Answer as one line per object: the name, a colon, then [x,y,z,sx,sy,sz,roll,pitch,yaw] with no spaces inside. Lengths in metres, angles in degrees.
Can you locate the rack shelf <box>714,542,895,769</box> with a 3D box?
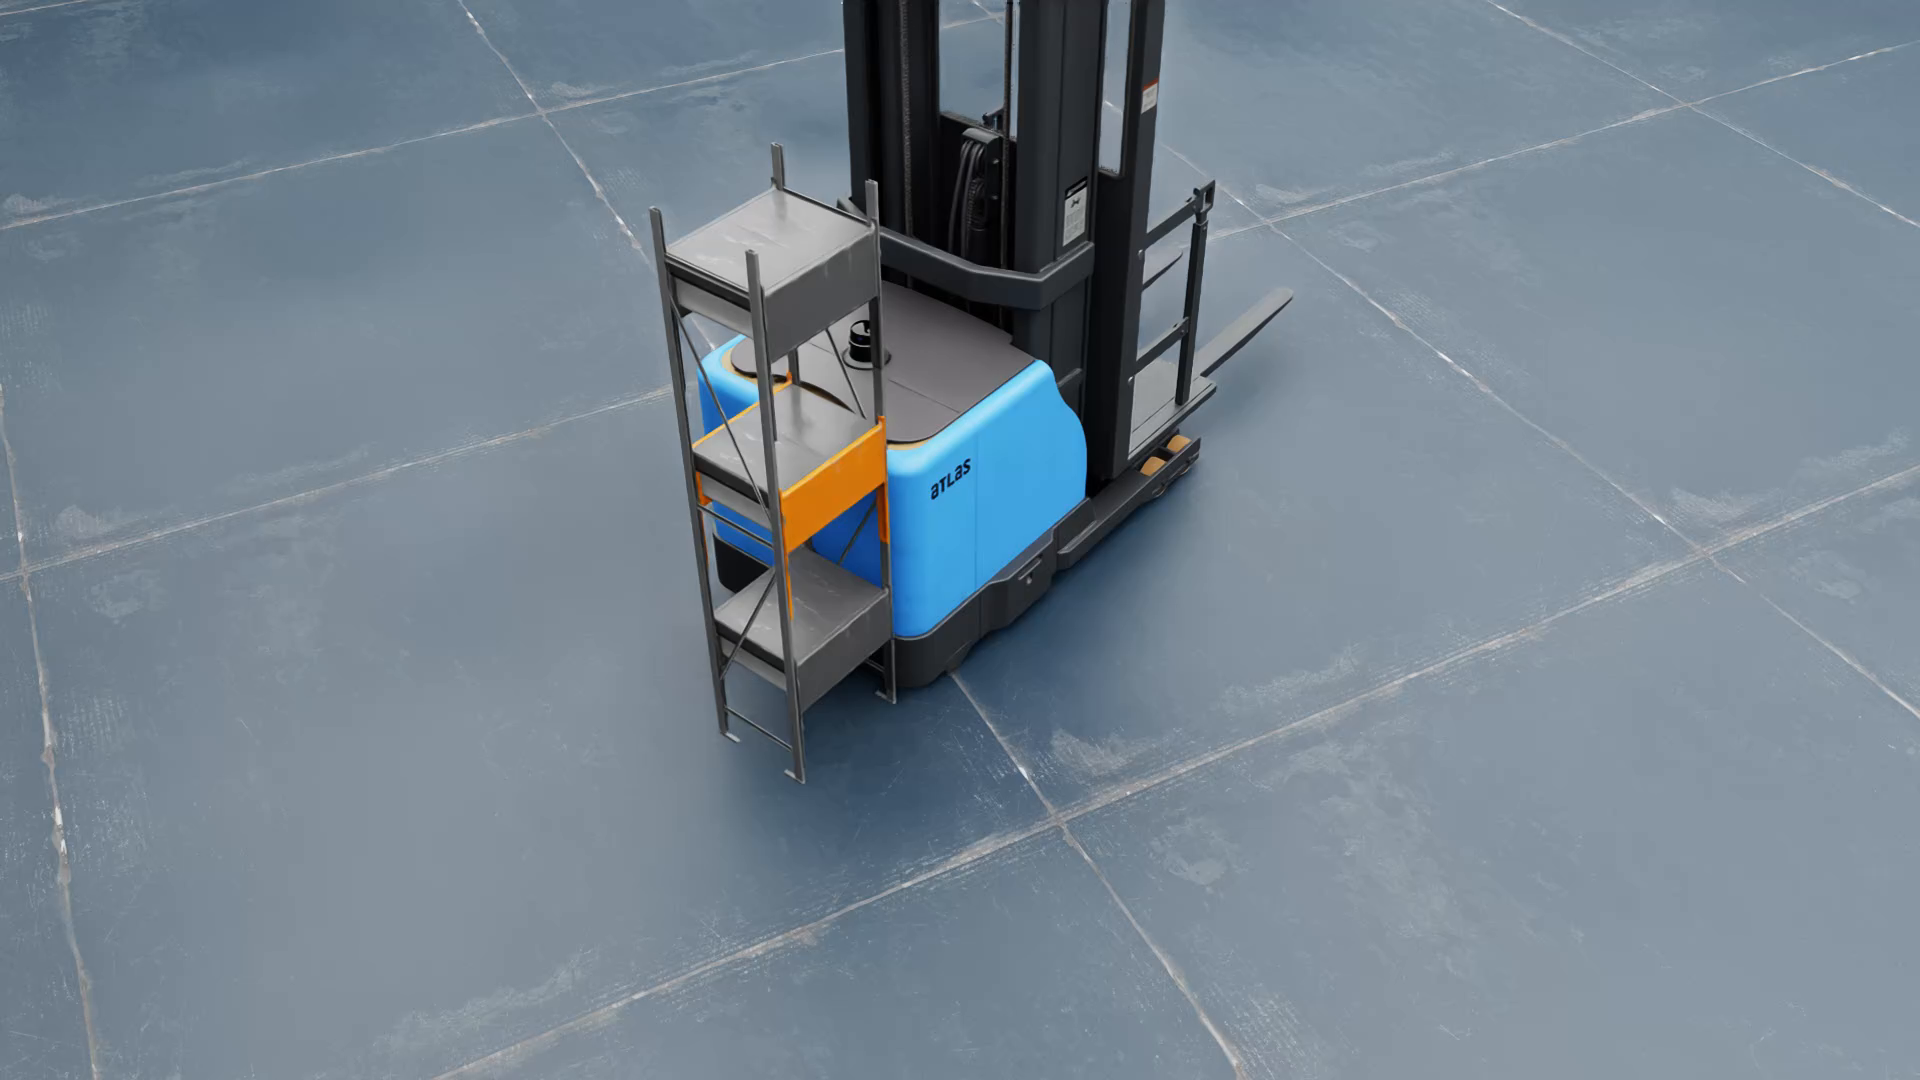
rack shelf: [-0.545,0.385,5.775,0.431,0.518,0.480,27,47,28]

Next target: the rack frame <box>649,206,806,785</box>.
rack frame: [-0.696,-0.036,5.168,0.400,2.100,0.015,27,47,28]

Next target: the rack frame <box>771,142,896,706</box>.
rack frame: [-0.393,-0.284,5.460,0.400,2.100,0.015,27,47,28]

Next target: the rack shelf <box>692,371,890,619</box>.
rack shelf: [-0.545,-0.150,5.323,0.431,0.518,0.480,27,47,28]

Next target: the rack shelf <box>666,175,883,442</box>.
rack shelf: [-0.545,-0.684,4.870,0.431,0.518,0.480,27,47,28]

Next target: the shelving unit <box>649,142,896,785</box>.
shelving unit: [-0.545,-0.160,5.314,0.431,2.100,0.503,27,47,28]

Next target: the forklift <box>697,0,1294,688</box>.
forklift: [0.365,-1.479,6.228,1.130,2.935,3.031,27,47,28]
